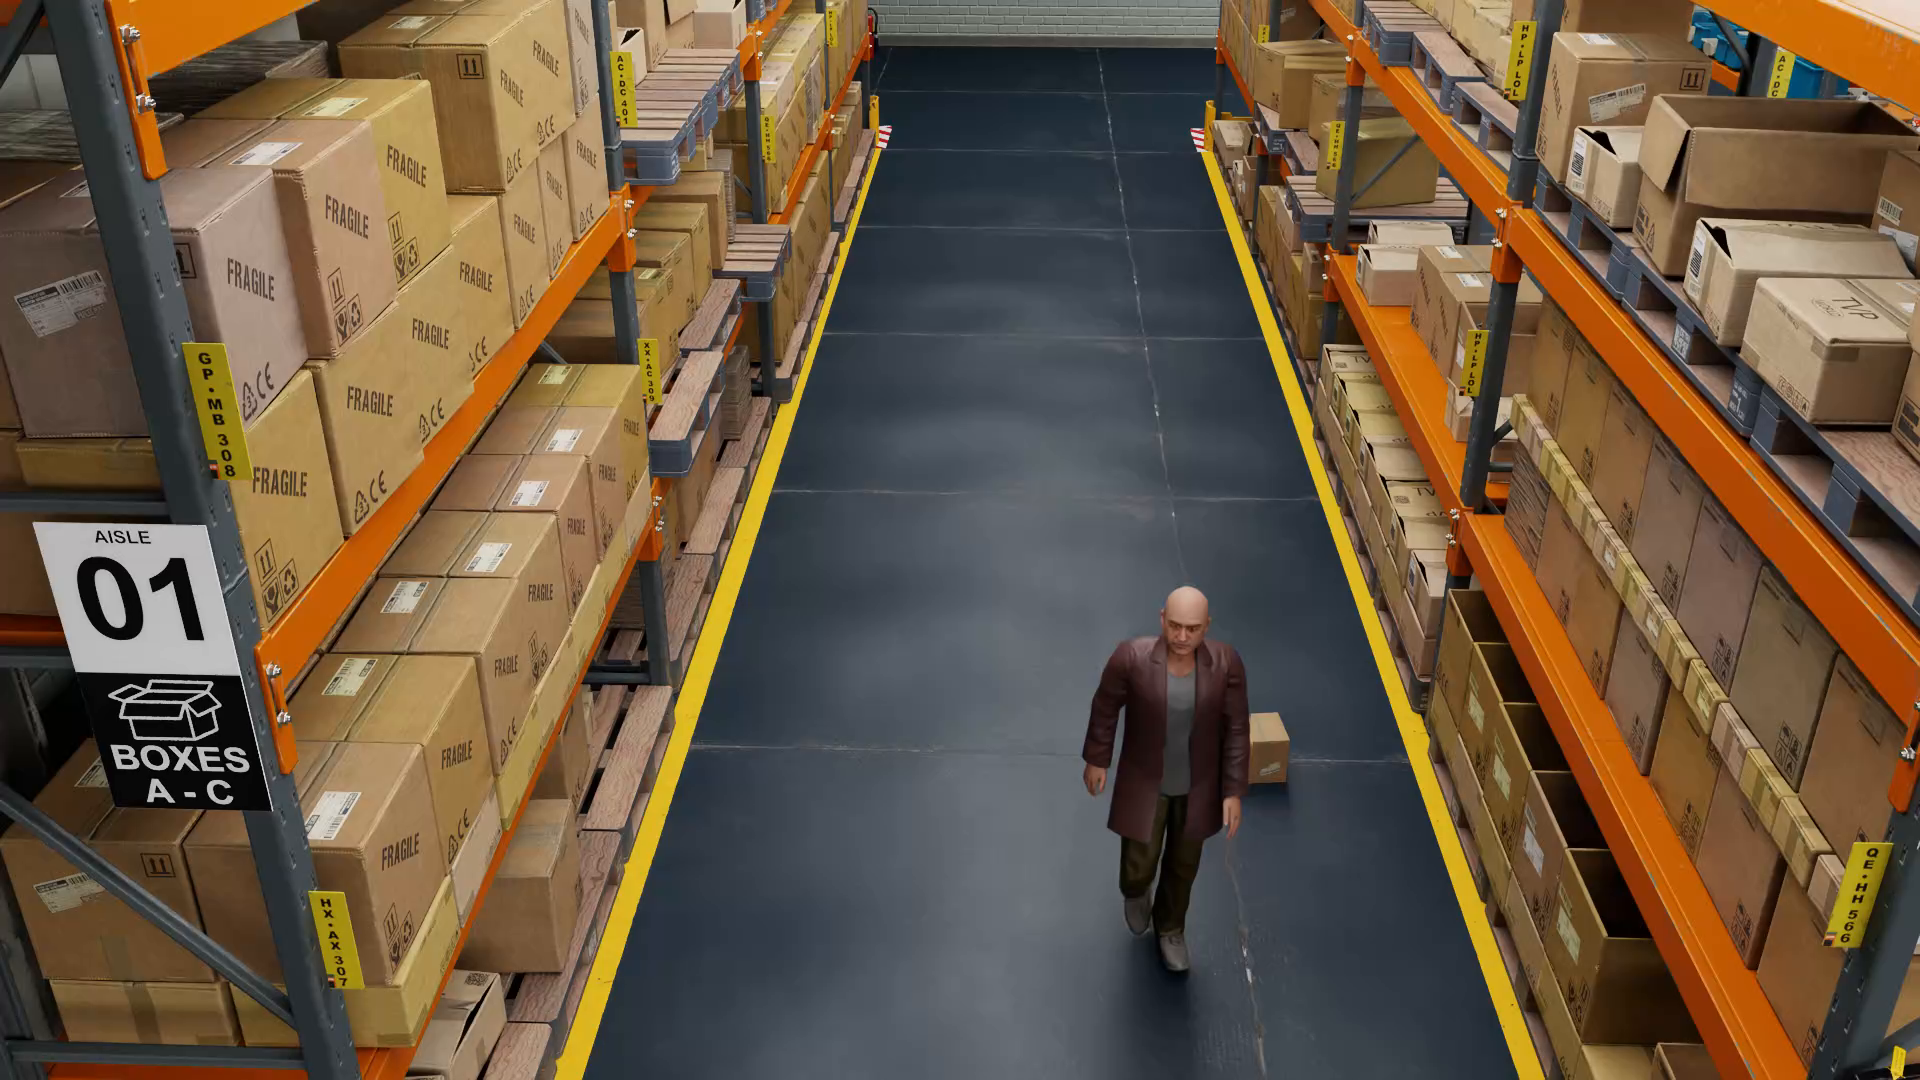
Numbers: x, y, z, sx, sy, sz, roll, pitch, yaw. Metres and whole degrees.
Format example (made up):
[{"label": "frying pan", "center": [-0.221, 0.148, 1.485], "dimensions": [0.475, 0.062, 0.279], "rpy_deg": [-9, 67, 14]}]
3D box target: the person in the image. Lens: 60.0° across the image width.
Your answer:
[{"label": "person", "center": [0.827, 0.963, 6.765], "dimensions": [0.651, 1.778, 0.560], "rpy_deg": [0, 28, -1]}]
